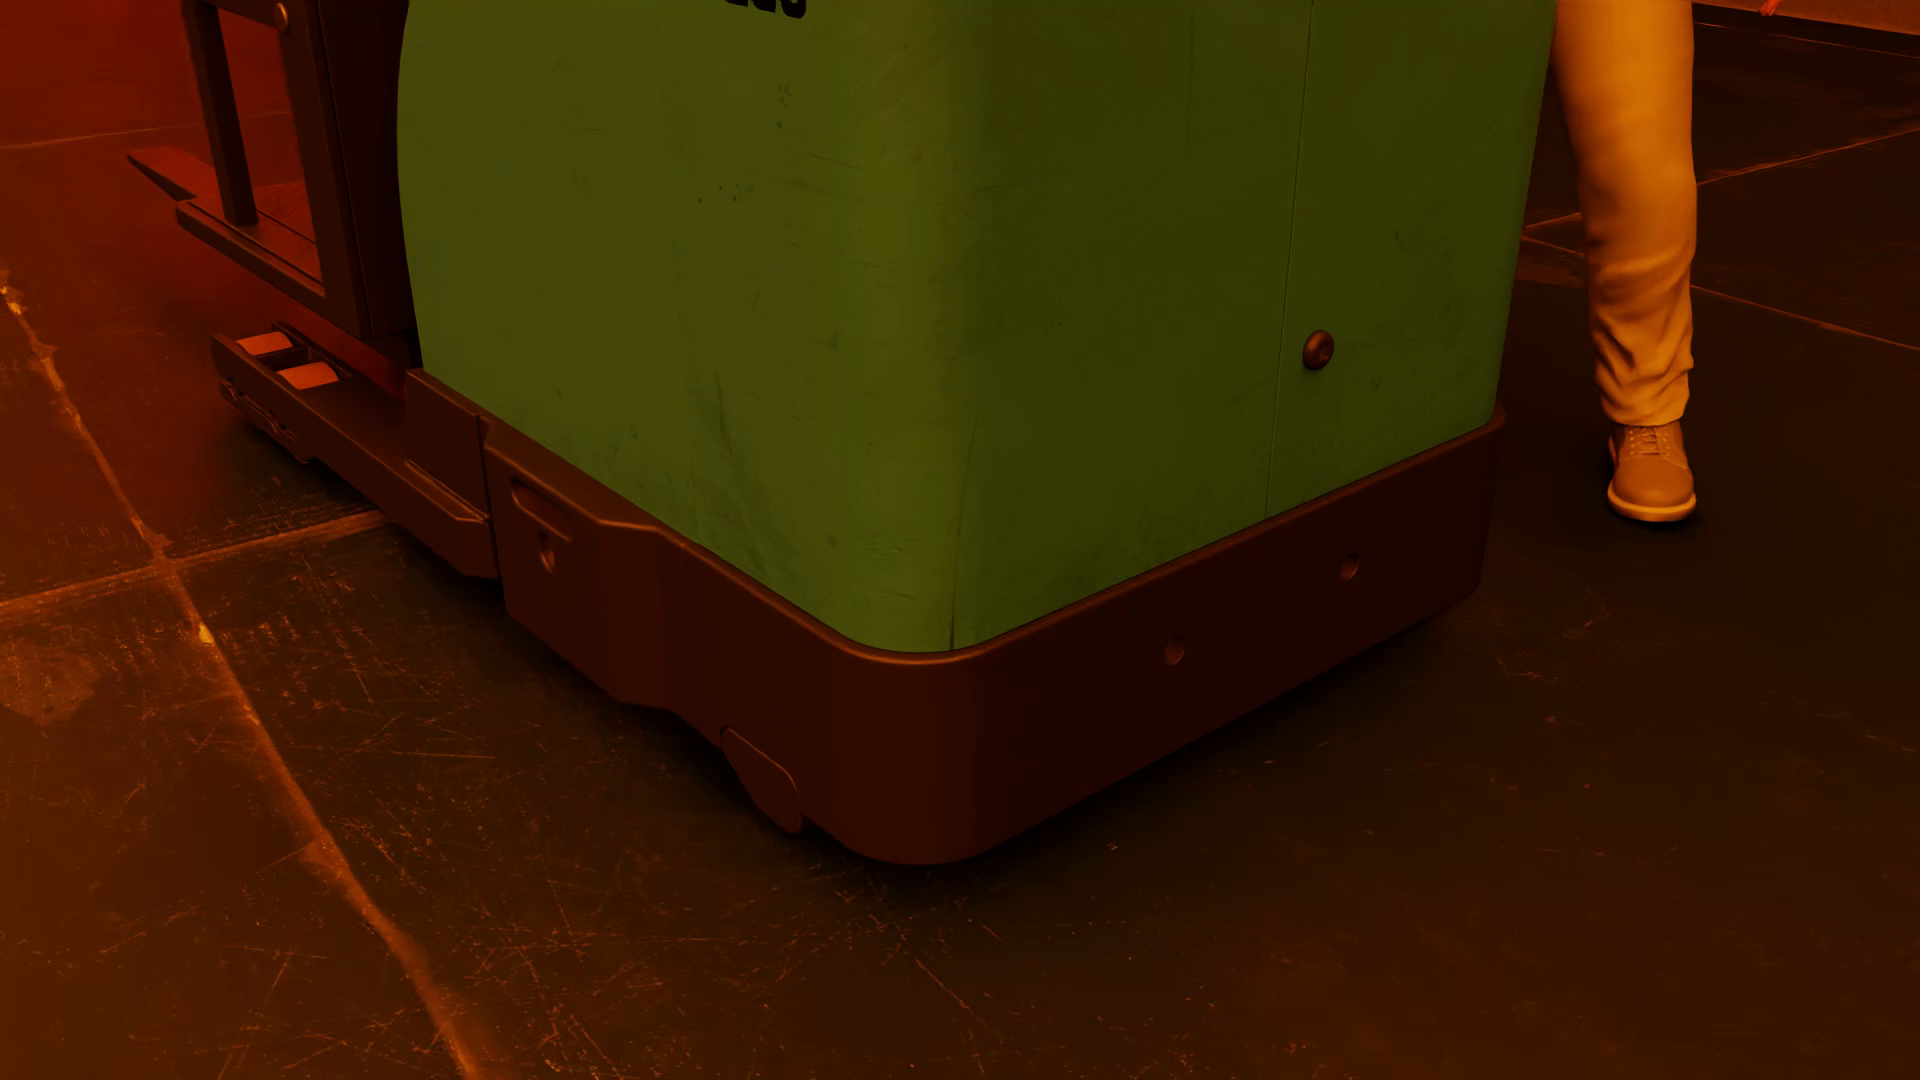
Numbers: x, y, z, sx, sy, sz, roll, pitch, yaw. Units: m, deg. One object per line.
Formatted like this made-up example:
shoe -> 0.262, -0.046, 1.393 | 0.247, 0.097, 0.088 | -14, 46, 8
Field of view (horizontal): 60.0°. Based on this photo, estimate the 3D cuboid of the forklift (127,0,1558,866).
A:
forklift -> -0.635, -1.565, 2.352 | 1.130, 2.935, 3.031 | -21, 33, -35

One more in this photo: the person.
person -> 0.864, -0.946, 2.465 | 0.787, 1.725, 0.428 | 15, 30, 28
